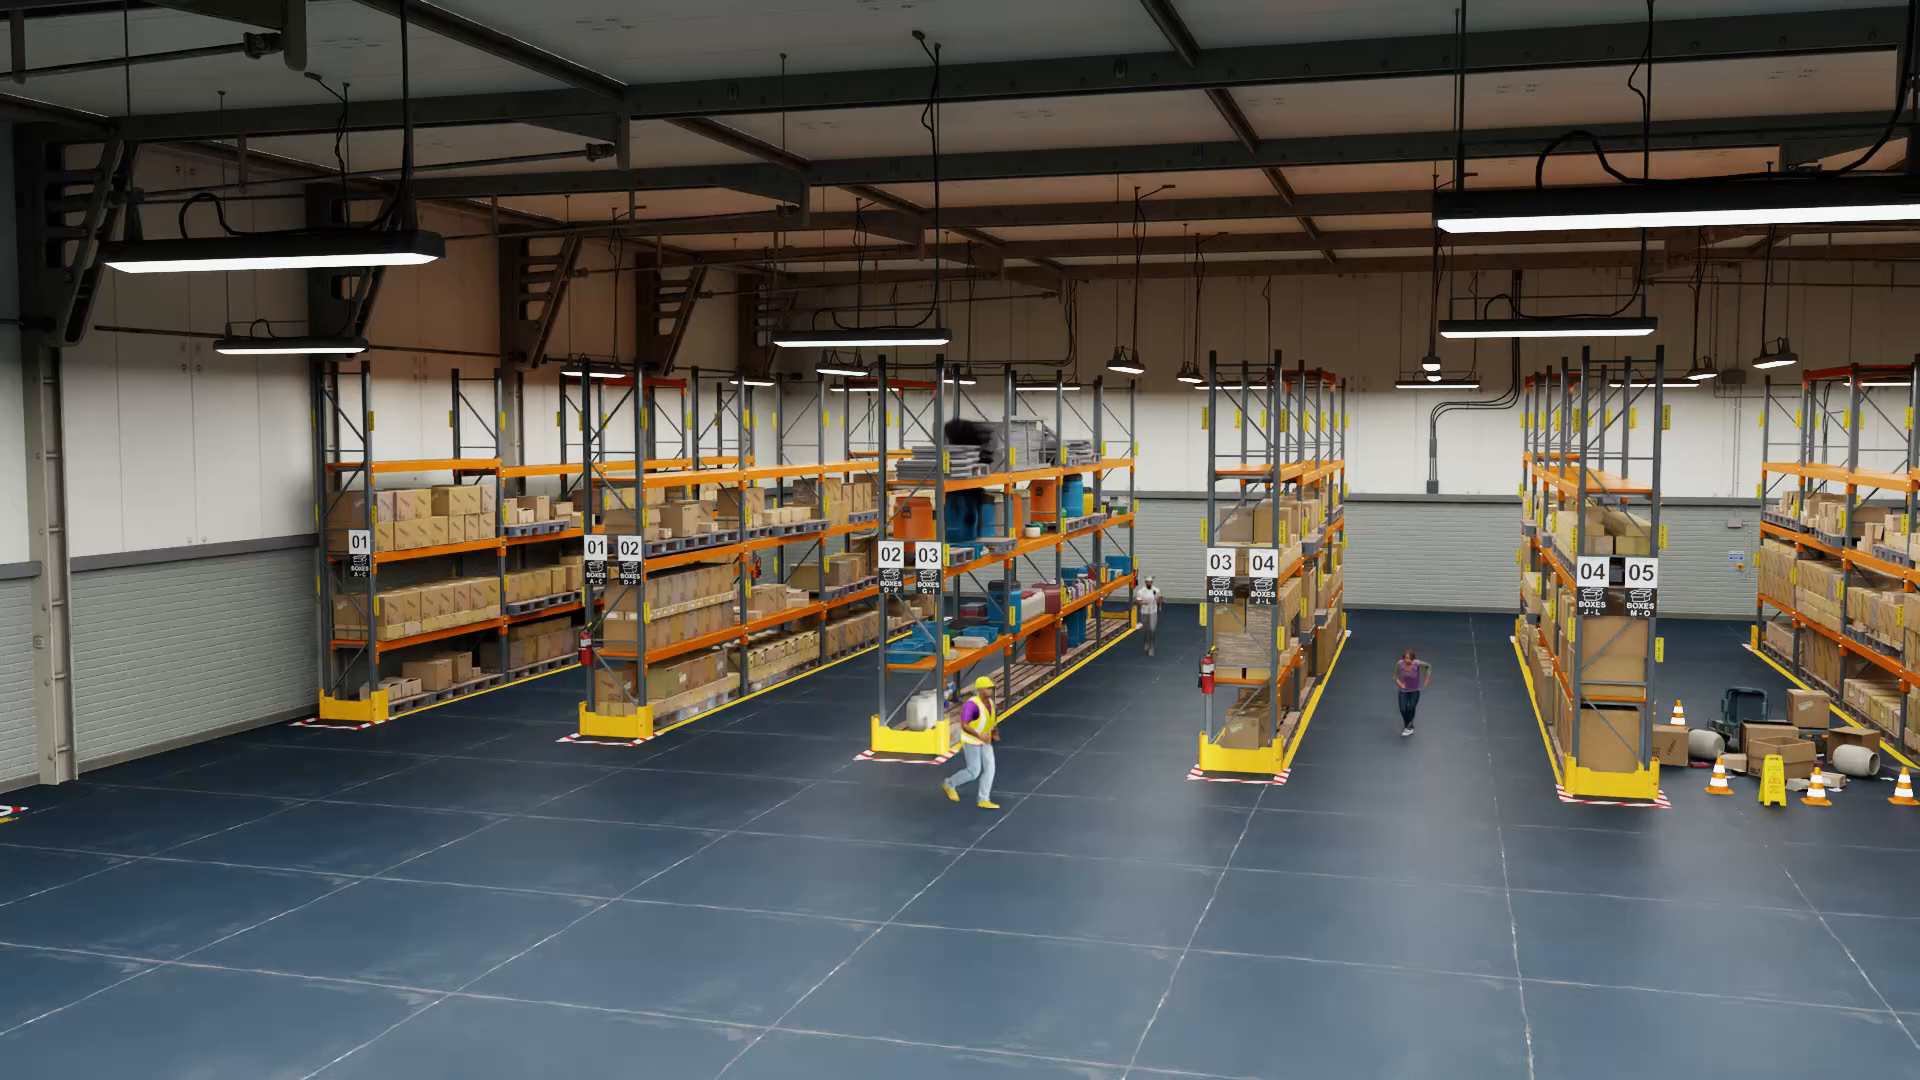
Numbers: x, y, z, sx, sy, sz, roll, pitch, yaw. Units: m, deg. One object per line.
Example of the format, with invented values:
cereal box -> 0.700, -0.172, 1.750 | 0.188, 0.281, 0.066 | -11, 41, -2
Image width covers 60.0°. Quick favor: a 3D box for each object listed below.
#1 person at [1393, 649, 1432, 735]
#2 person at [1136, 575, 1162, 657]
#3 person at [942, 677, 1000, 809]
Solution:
person -> 7.143, 2.415, 26.270 | 0.575, 1.430, 0.775 | 1, 4, 18
person -> 4.060, 1.610, 35.686 | 0.547, 1.749, 0.848 | 1, 4, 9
person -> 0.145, 2.610, 21.549 | 0.820, 1.720, 0.703 | 3, 5, 34
